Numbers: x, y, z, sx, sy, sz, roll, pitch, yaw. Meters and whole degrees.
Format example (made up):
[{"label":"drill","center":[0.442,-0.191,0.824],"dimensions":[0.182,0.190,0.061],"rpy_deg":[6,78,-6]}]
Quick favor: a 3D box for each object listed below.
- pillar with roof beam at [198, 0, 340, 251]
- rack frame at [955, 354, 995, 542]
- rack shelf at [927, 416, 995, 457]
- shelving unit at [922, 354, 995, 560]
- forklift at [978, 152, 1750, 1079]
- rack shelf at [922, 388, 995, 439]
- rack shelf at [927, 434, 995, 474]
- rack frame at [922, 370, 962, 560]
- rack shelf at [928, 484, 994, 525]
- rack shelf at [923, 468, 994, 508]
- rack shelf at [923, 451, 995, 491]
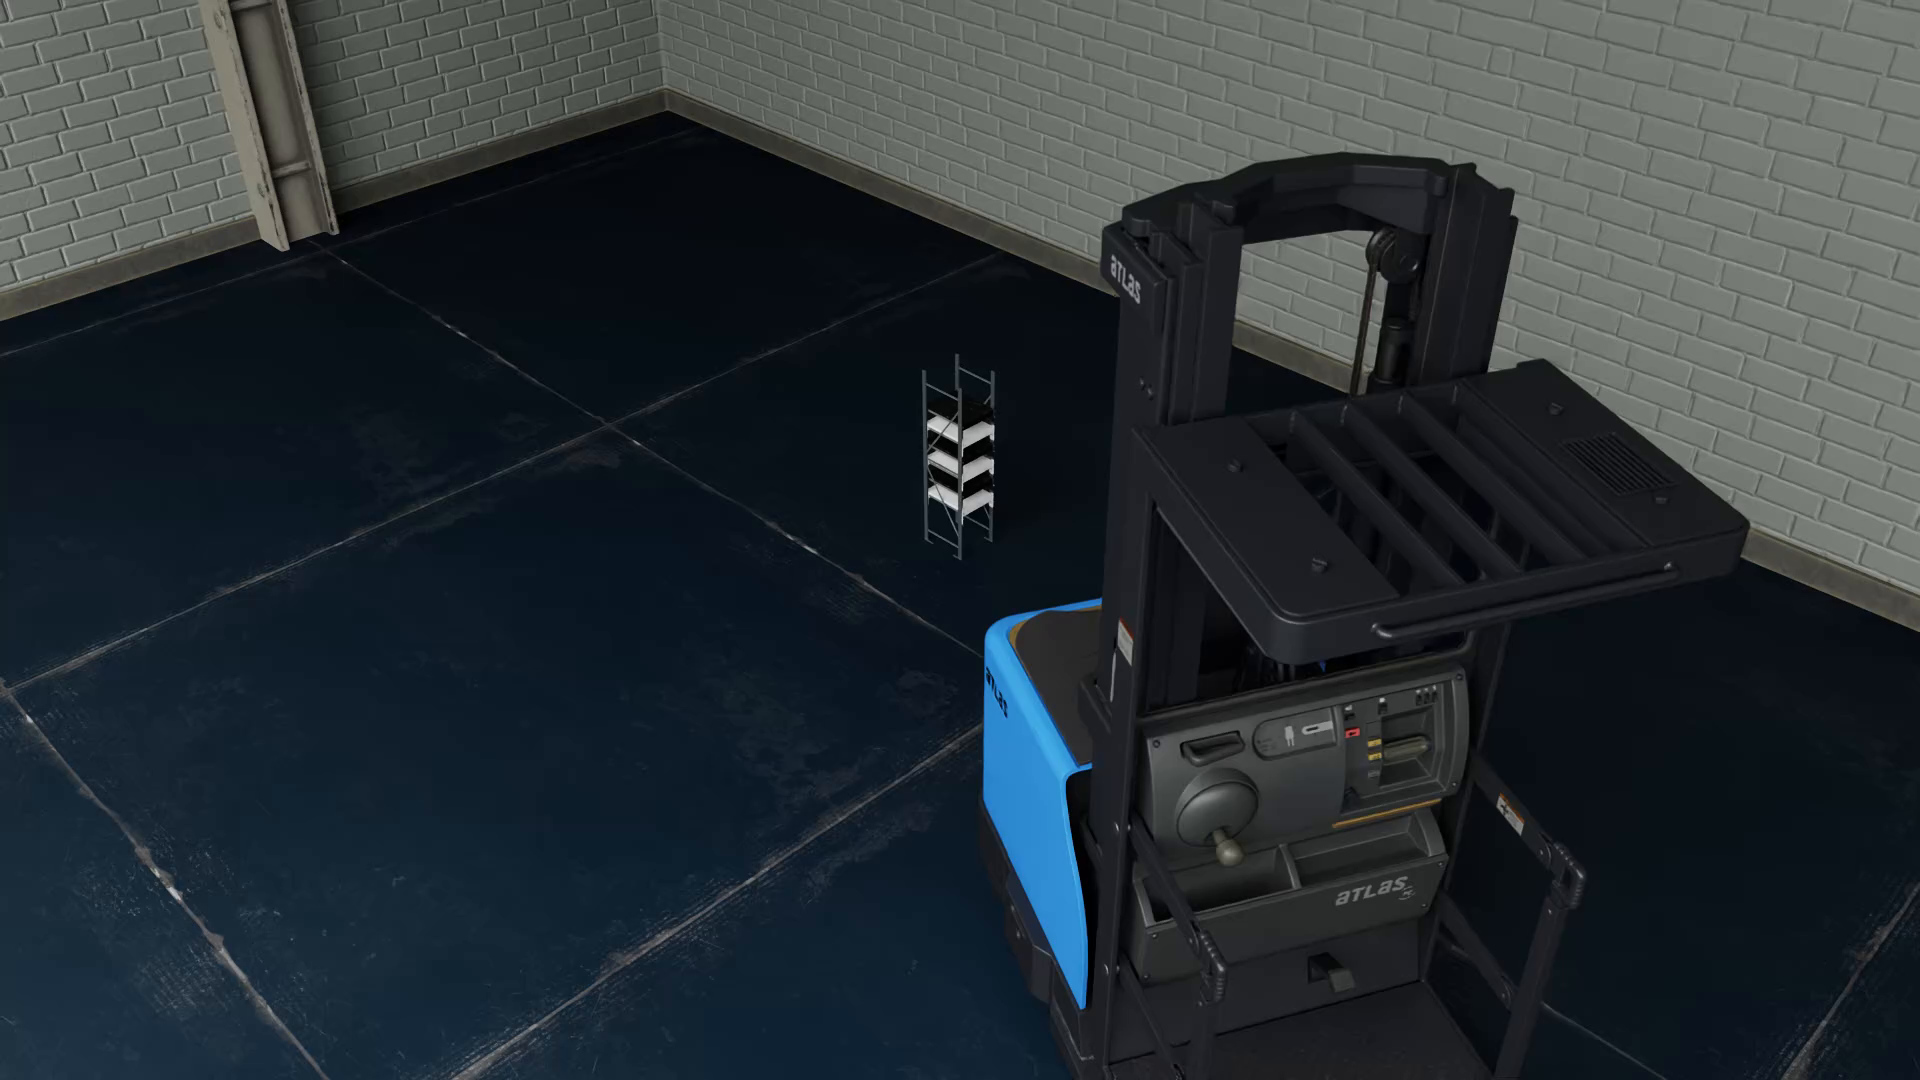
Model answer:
[{"label":"pillar with roof beam","center":[-1.120,-3.887,5.456],"dimensions":[9.100,9.000,0.400],"rpy_deg":[30,45,35]},{"label":"rack frame","center":[0.066,-0.407,7.547],"dimensions":[0.240,0.900,0.006],"rpy_deg":[30,45,35]},{"label":"rack shelf","center":[-0.006,-0.486,7.404],"dimensions":[0.258,0.077,0.200],"rpy_deg":[30,45,35]},{"label":"shelving unit","center":[-0.006,-0.366,7.488],"dimensions":[0.258,0.900,0.210],"rpy_deg":[30,45,35]},{"label":"forklift","center":[0.996,0.661,4.240],"dimensions":[1.130,2.935,3.031],"rpy_deg":[-10,36,-14]},{"label":"rack shelf","center":[-0.006,-0.560,7.352],"dimensions":[0.258,0.077,0.200],"rpy_deg":[30,45,35]},{"label":"rack shelf","center":[-0.006,-0.412,7.455],"dimensions":[0.258,0.077,0.200],"rpy_deg":[30,45,35]},{"label":"rack frame","center":[-0.077,-0.325,7.429],"dimensions":[0.240,0.900,0.006],"rpy_deg":[30,45,35]},{"label":"rack shelf","center":[-0.006,-0.191,7.610],"dimensions":[0.258,0.077,0.200],"rpy_deg":[30,45,35]},{"label":"rack shelf","center":[-0.006,-0.265,7.558],"dimensions":[0.258,0.077,0.200],"rpy_deg":[30,45,35]},{"label":"rack shelf","center":[-0.006,-0.338,7.507],"dimensions":[0.258,0.077,0.200],"rpy_deg":[30,45,35]}]
